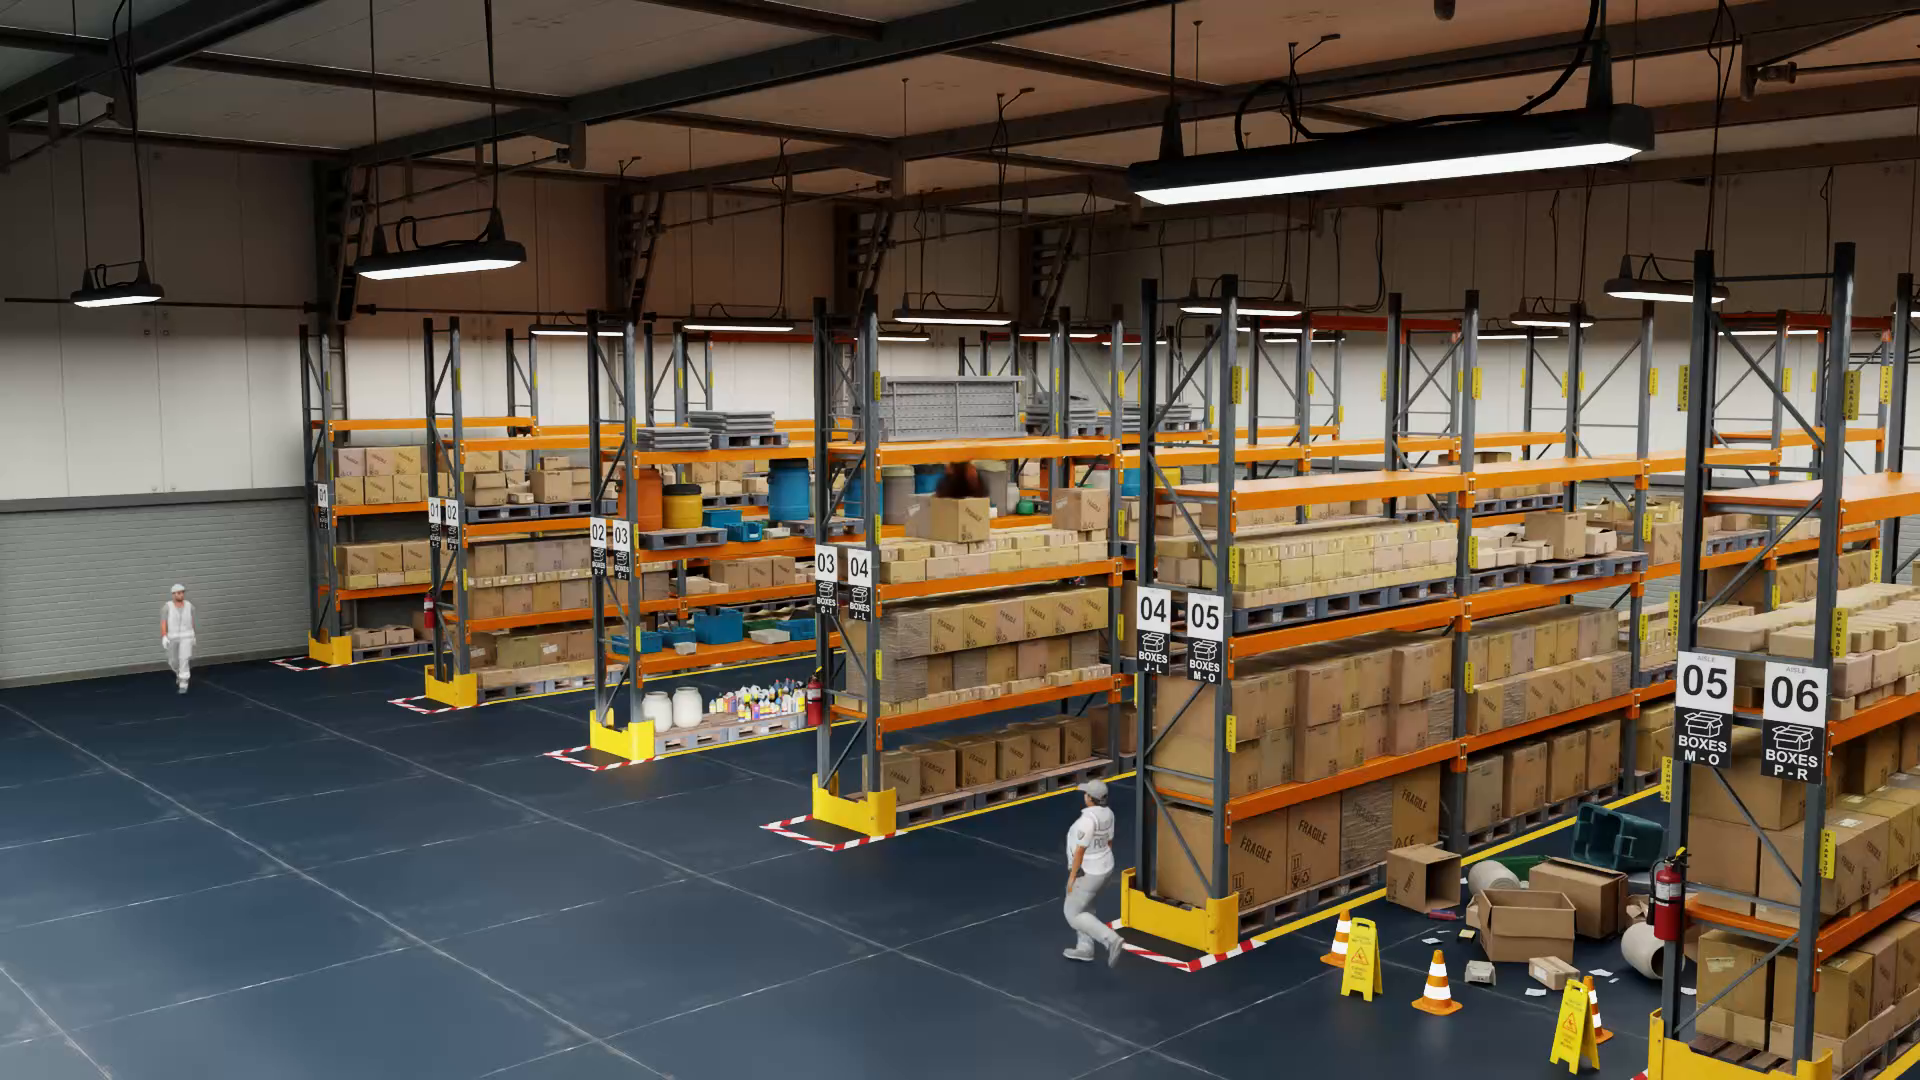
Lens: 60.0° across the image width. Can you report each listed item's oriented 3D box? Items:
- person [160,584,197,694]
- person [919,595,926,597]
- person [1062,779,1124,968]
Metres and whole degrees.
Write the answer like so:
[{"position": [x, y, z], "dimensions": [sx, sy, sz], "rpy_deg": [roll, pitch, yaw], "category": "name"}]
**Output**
[{"position": [-12.630, 1.575, 26.891], "dimensions": [0.486, 1.747, 0.908], "rpy_deg": [-1, 6, -13], "category": "person"}, {"position": [-0.536, 1.305, 29.625], "dimensions": [0.991, 1.729, 0.520], "rpy_deg": [-4, 7, -37], "category": "person"}, {"position": [1.157, 2.883, 14.411], "dimensions": [0.653, 1.648, 0.466], "rpy_deg": [3, 6, 26], "category": "person"}]
